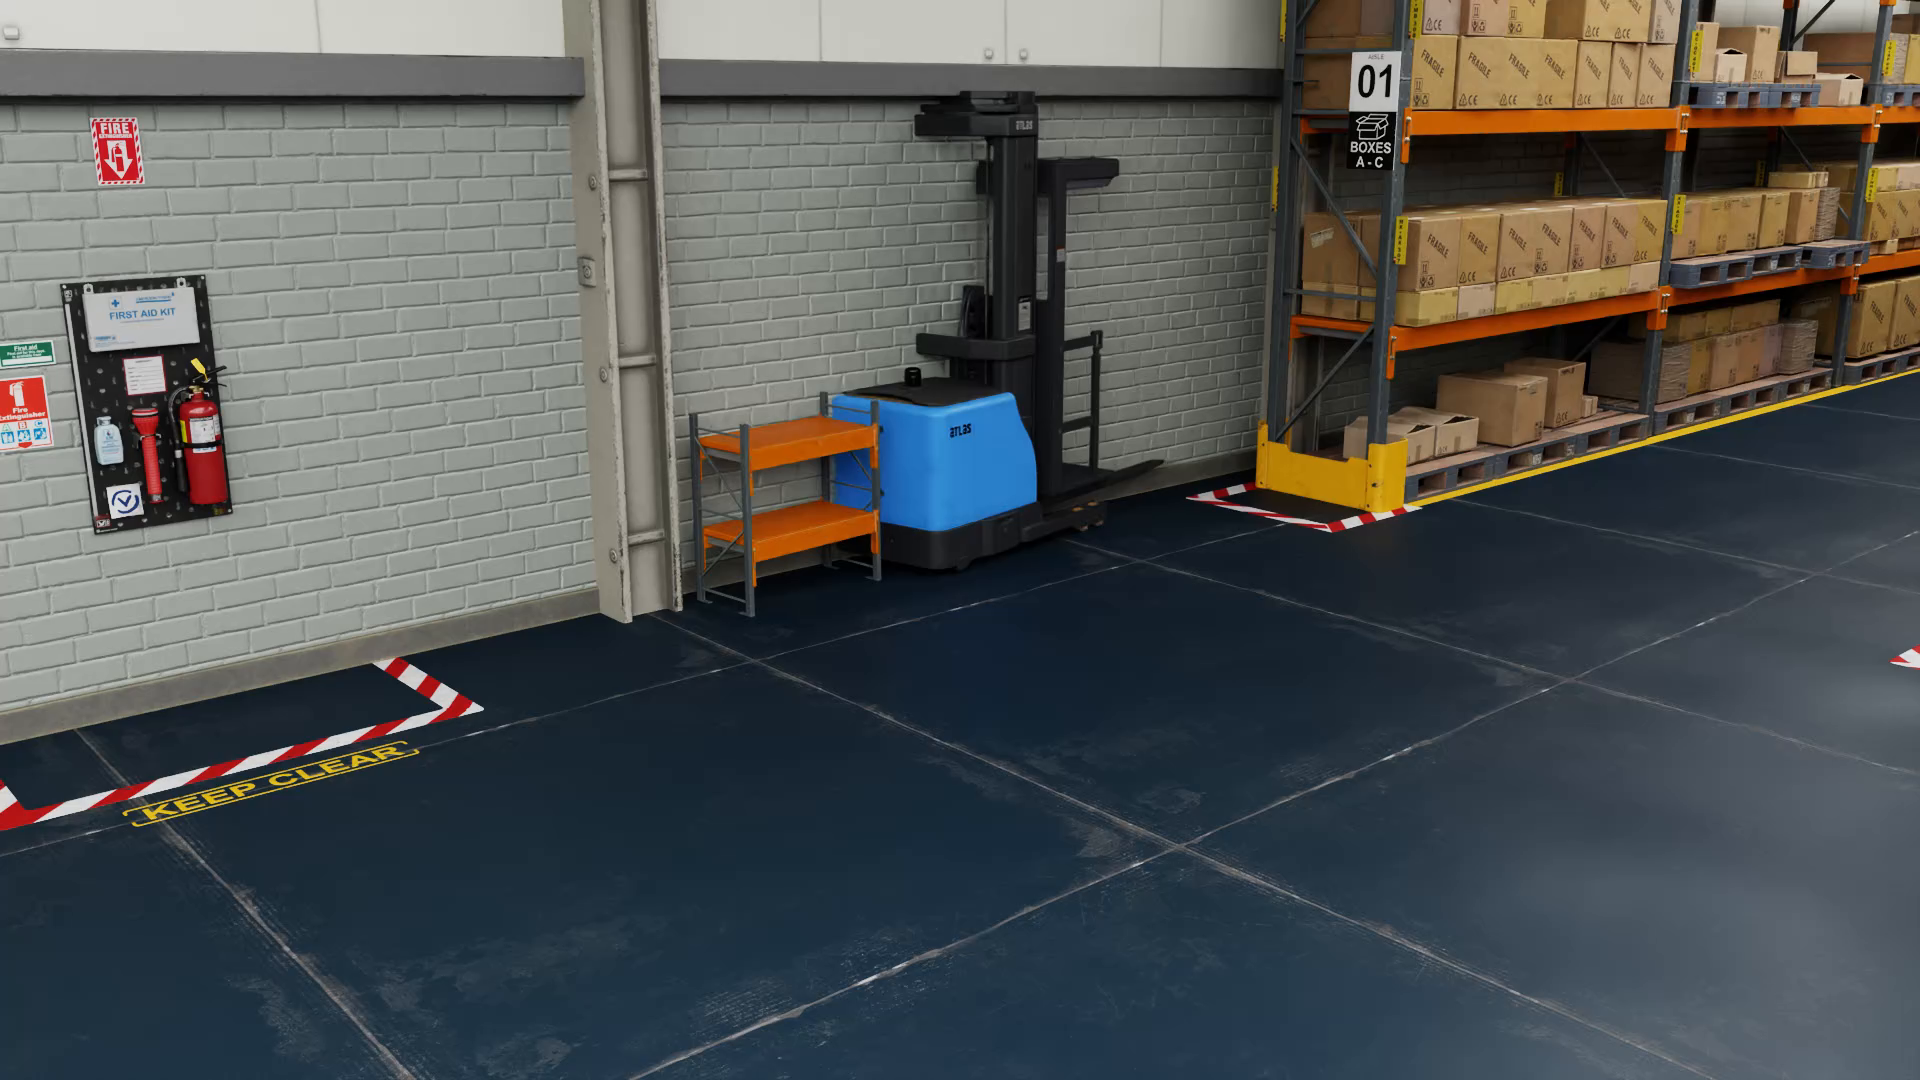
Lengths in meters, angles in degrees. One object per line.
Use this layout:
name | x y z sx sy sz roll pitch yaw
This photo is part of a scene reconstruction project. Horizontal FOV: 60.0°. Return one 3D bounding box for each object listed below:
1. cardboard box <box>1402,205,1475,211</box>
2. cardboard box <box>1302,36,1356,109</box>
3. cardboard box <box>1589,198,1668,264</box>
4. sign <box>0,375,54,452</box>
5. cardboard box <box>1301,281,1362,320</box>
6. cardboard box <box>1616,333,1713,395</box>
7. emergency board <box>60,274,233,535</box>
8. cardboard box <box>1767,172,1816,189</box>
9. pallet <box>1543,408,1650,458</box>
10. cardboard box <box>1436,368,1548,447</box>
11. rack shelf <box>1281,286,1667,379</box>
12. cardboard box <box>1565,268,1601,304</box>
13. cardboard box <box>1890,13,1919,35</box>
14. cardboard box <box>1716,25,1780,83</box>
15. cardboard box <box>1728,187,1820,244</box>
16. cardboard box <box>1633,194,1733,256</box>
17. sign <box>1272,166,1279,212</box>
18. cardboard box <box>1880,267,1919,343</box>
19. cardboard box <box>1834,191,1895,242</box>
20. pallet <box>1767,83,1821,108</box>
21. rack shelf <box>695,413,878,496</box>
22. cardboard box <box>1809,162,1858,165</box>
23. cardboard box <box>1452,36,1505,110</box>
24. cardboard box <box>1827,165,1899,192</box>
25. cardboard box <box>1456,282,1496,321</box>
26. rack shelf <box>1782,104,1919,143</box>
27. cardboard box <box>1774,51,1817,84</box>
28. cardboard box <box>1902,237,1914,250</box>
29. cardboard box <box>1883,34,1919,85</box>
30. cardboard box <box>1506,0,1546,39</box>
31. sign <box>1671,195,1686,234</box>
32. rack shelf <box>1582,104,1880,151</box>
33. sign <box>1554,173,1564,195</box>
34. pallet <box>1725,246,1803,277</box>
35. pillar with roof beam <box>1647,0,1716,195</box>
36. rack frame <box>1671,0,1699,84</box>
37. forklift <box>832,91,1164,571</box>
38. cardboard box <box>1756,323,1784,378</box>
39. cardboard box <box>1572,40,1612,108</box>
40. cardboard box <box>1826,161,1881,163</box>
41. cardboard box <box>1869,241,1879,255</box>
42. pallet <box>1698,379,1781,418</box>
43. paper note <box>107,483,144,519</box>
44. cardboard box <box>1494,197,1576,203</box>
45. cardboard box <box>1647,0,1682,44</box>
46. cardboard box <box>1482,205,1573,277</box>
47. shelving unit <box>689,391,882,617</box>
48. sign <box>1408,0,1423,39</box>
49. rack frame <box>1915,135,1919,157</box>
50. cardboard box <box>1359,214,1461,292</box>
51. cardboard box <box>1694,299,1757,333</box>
cardboard box | 3.691 -2.360 13.070 0.500 0.500 0.500 -13 20 -41
cardboard box | 2.850 -3.394 12.100 0.500 0.500 0.500 -11 18 -35
cardboard box | 5.566 -2.604 13.985 0.500 0.500 0.500 -13 20 -39
sign | -4.238 -0.570 7.503 0.234 0.329 0.001 -13 19 -39
cardboard box | 2.927 -1.821 12.508 0.500 0.250 0.500 -12 19 -39
cardboard box | 6.620 -1.675 15.699 0.500 0.500 0.700 -13 20 -40
emergency board | -3.754 -0.627 7.783 0.643 1.169 0.194 -13 19 -39
cardboard box | 8.263 -3.575 16.518 0.380 0.149 0.250 12 19 38
pallet | 5.236 -0.977 14.498 1.213 0.211 1.003 -13 19 -39
cardboard box | 4.299 -1.083 13.483 0.500 0.500 0.700 -14 21 -43
rack shelf | 4.210 -1.758 13.415 4.000 0.370 1.077 -13 19 -39
cardboard box | 4.810 -2.072 13.445 0.500 0.250 0.500 -13 20 -40
cardboard box | 10.598 -5.652 18.287 0.500 0.250 0.500 -13 20 -41
cardboard box | 7.115 -4.431 15.207 0.500 0.500 0.500 -14 20 -41
cardboard box | 7.985 -3.202 16.378 0.700 0.500 0.500 14 20 42
cardboard box | 6.552 -2.878 15.168 0.500 0.500 0.700 -10 18 -34
sign | 2.353 -2.591 12.280 0.005 0.325 0.100 -13 19 -39
cardboard box | 10.681 -2.678 18.814 0.750 0.750 0.750 -12 19 -38
cardboard box | 9.271 -3.357 17.195 0.500 0.500 0.500 -12 19 -38
pallet | 7.035 -4.063 15.201 1.003 0.211 1.213 -13 19 -39
rack shelf | -1.028 -0.523 9.894 0.538 0.278 1.000 14 20 41
cardboard box | 9.302 -3.901 17.779 0.500 0.250 0.500 -13 20 -41
cardboard box | 3.547 -3.366 11.995 0.500 0.500 0.500 -11 19 -36
cardboard box | 9.270 -3.718 17.095 0.500 0.250 0.500 -12 19 -38
cardboard box | 3.661 -1.816 12.488 0.500 0.250 0.500 -13 20 -41
rack shelf | 10.246 -4.563 18.101 4.000 0.370 1.077 -13 19 -39
cardboard box | 7.698 -4.430 15.969 0.637 0.503 0.797 -9 18 -32
cardboard box | 10.090 -3.245 18.033 0.250 0.149 0.380 -12 19 -39
cardboard box | 9.856 -5.117 17.735 0.500 0.500 0.700 -11 19 -37
cardboard box | 3.943 -3.939 12.203 0.500 0.500 0.500 -12 19 -38
sign | 6.081 -2.759 14.088 0.005 0.325 0.100 -13 19 -39
rack shelf | 7.228 -3.885 15.564 4.000 0.370 1.077 -13 19 -39
sign | 5.352 -3.112 14.843 0.005 0.325 0.100 -13 19 -39
pallet | 7.270 -2.686 15.866 1.213 0.211 1.003 -13 19 -39
pillar with roof beam | 10.014 -5.131 13.021 0.400 9.000 9.100 -13 19 -39
rack frame | 5.719 -5.343 13.816 0.127 3.000 1.000 -13 19 -39
forklift | 0.375 -1.545 11.355 1.130 2.935 3.031 11 19 36
cardboard box | 7.763 -1.931 16.656 0.500 0.500 0.700 -13 20 -39
cardboard box | 4.718 -3.634 12.997 0.500 0.500 0.500 -14 20 -41
cardboard box | 9.691 -3.987 18.102 0.500 0.250 0.500 -13 20 -41
cardboard box | 9.333 -3.062 17.350 0.250 0.149 0.380 -12 19 -39
pallet | 7.226 -1.438 16.223 1.213 0.211 1.003 -13 19 -39
paper note | -3.932 -0.184 7.835 0.142 0.148 0.016 -13 19 -39
cardboard box | 4.835 -2.618 14.039 0.500 0.500 0.500 -13 20 -40
cardboard box | 5.519 -4.297 13.543 0.500 0.500 0.500 14 20 42
cardboard box | 4.414 -2.347 13.022 0.500 0.500 0.500 -12 19 -38
shelving unit | -1.028 -0.240 9.969 0.538 1.125 1.048 14 20 41
sign | 3.058 -3.533 11.158 0.005 0.325 0.100 -13 19 -39
rack frame | 11.754 -3.800 19.664 0.127 3.000 1.000 -13 19 -39
cardboard box | 3.259 -2.089 12.057 0.500 0.500 0.500 -13 19 -39
cardboard box | 7.372 -2.185 16.156 0.500 0.250 0.500 -13 20 -40
